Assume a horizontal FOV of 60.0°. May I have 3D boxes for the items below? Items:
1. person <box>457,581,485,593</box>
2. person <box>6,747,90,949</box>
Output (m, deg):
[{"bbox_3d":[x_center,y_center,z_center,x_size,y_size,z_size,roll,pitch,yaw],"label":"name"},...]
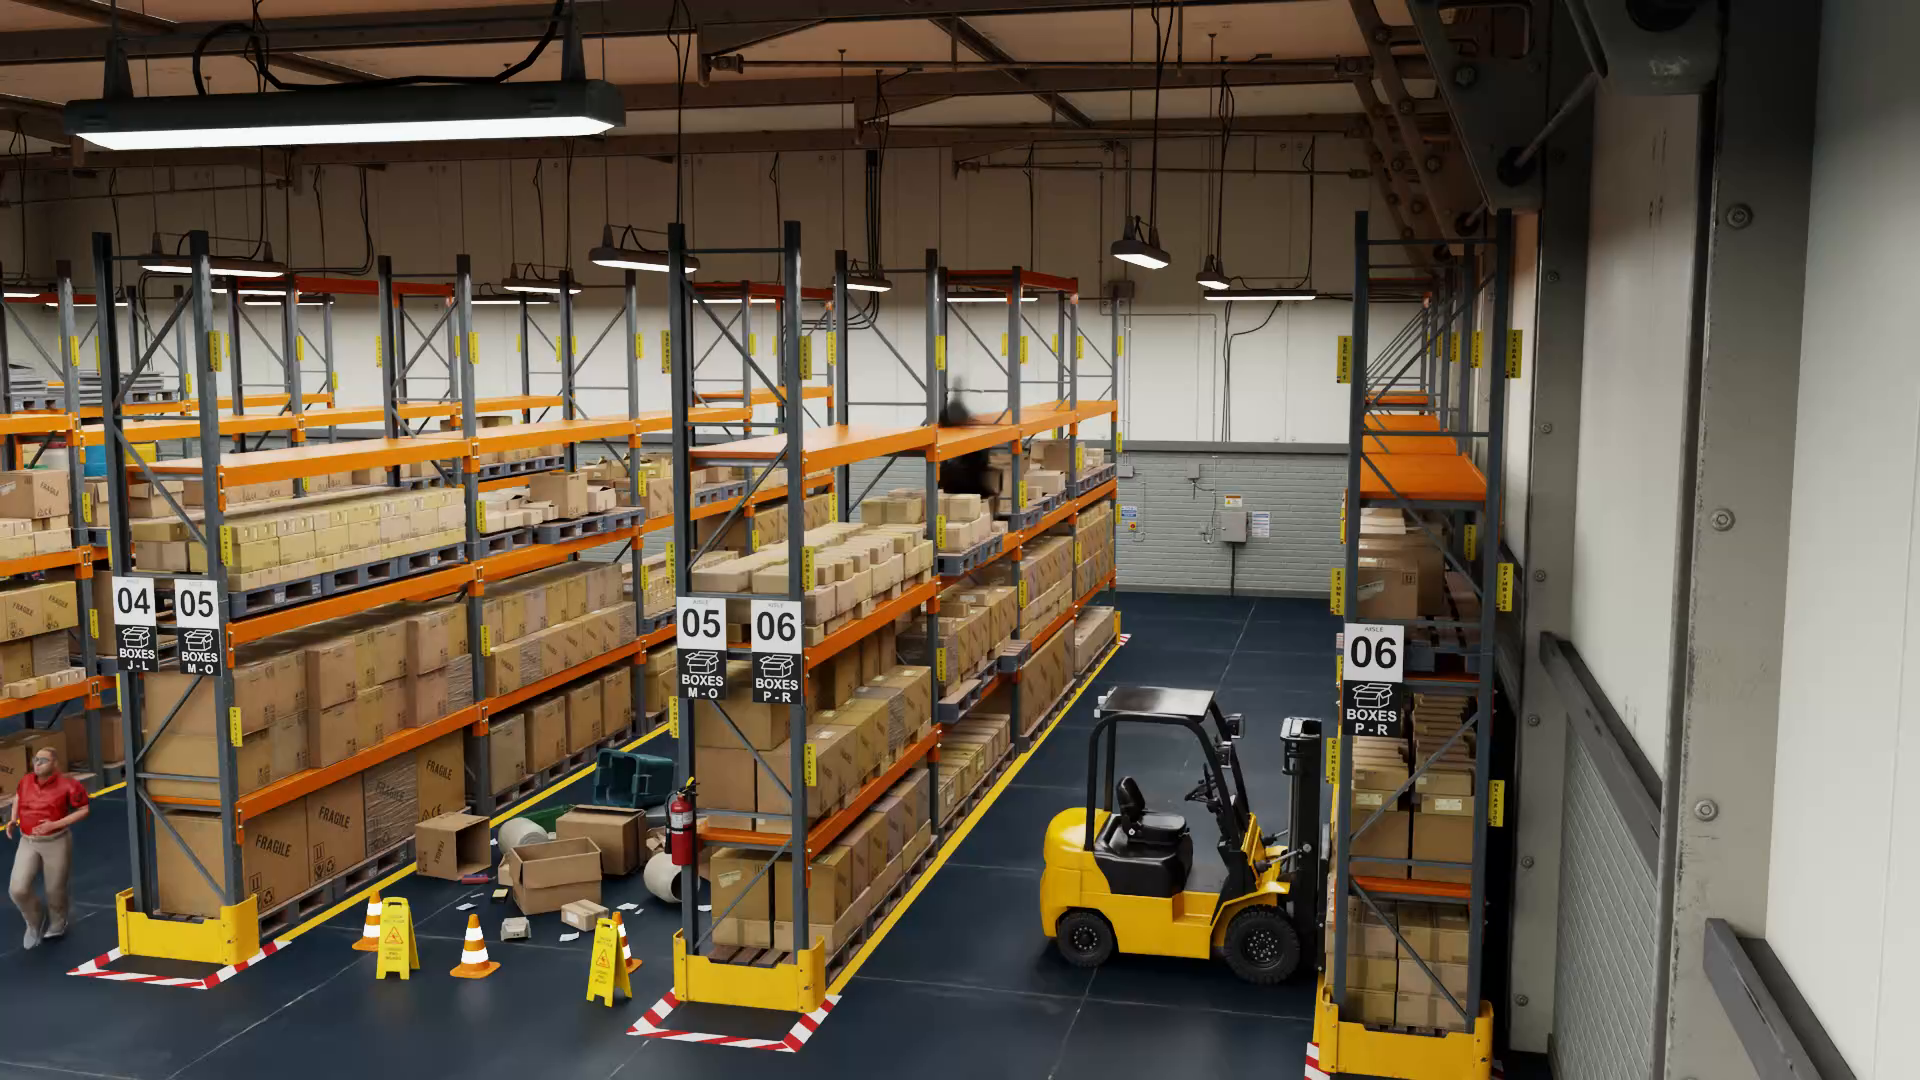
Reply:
[{"bbox_3d":[-7.189,1.295,24.613,0.716,1.772,0.900,2,7,14],"label":"person"},{"bbox_3d":[-7.742,2.620,14.136,0.691,1.756,0.620,0,7,-2],"label":"person"}]
